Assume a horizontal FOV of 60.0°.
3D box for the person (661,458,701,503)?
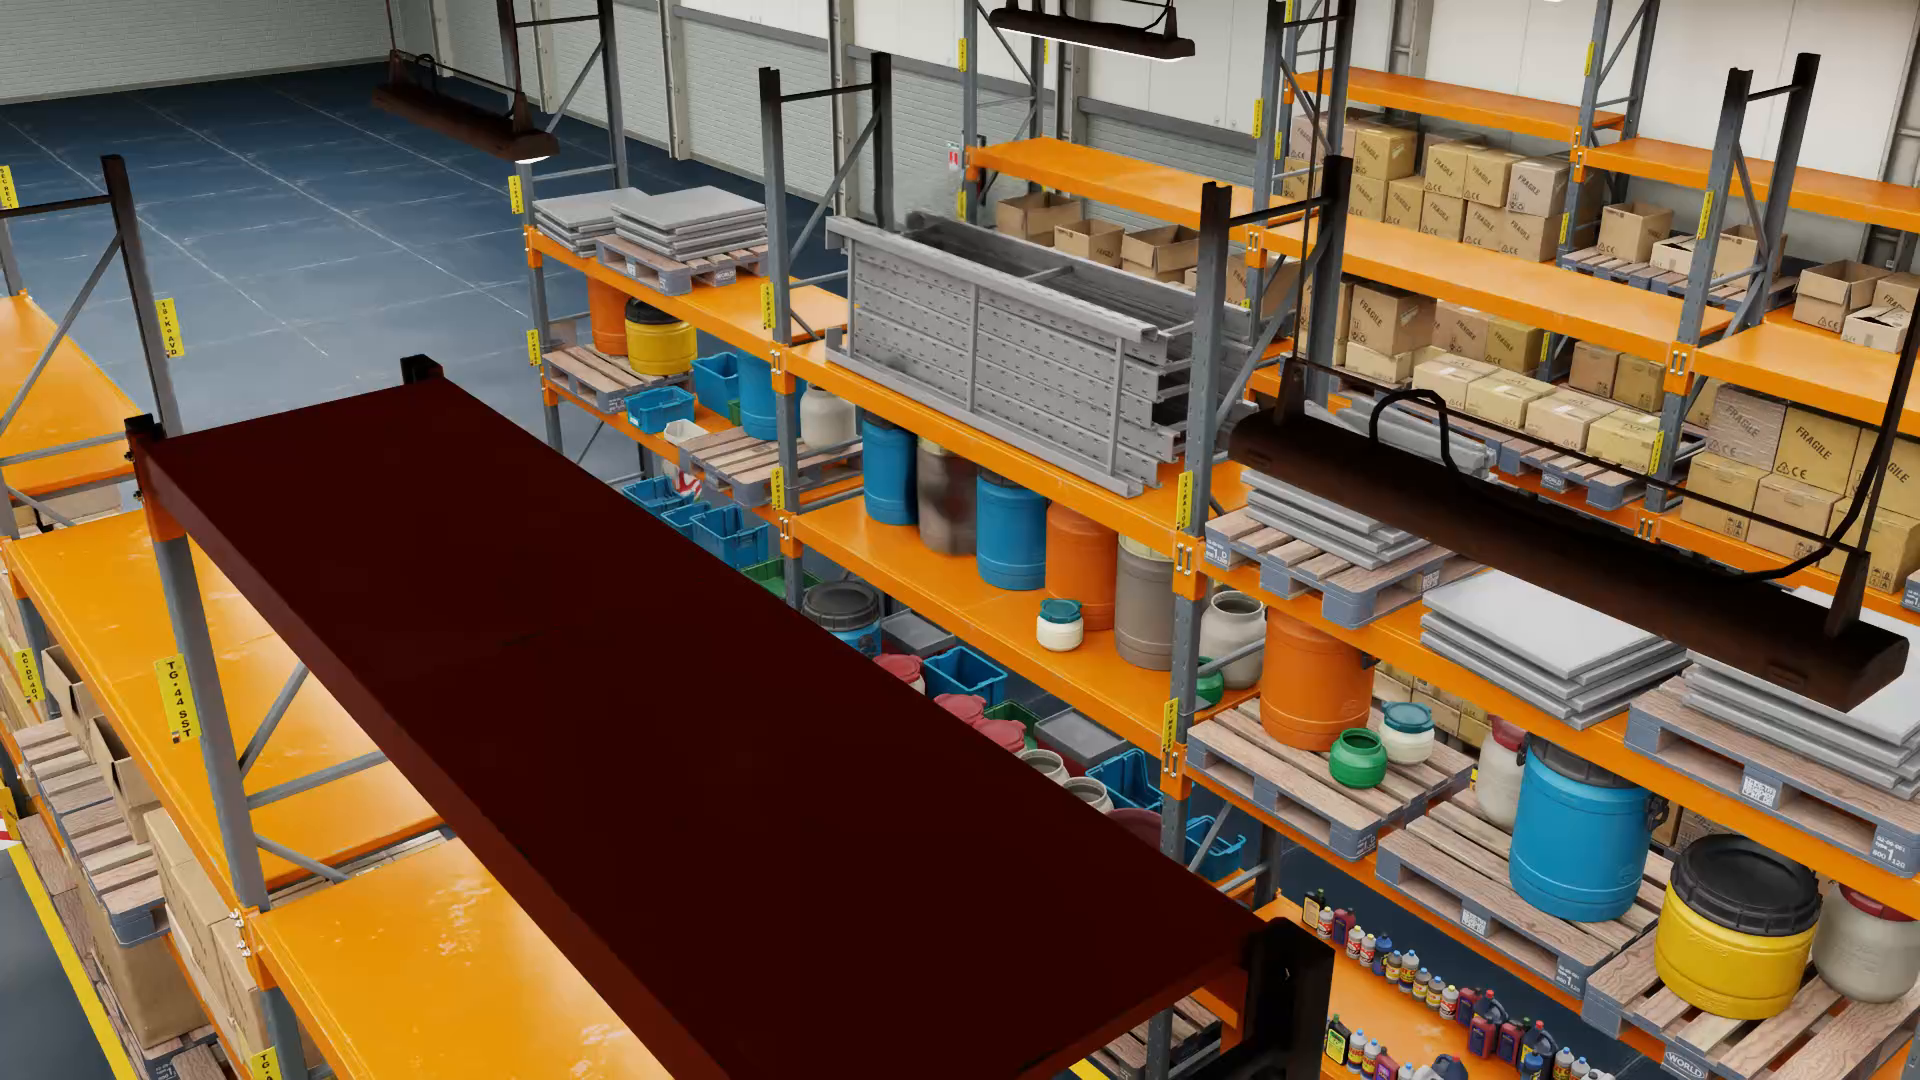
[{"bbox_3d":[-2.840,-0.433,17.155,0.778,1.745,0.706,9,27,19],"label":"person"}]
